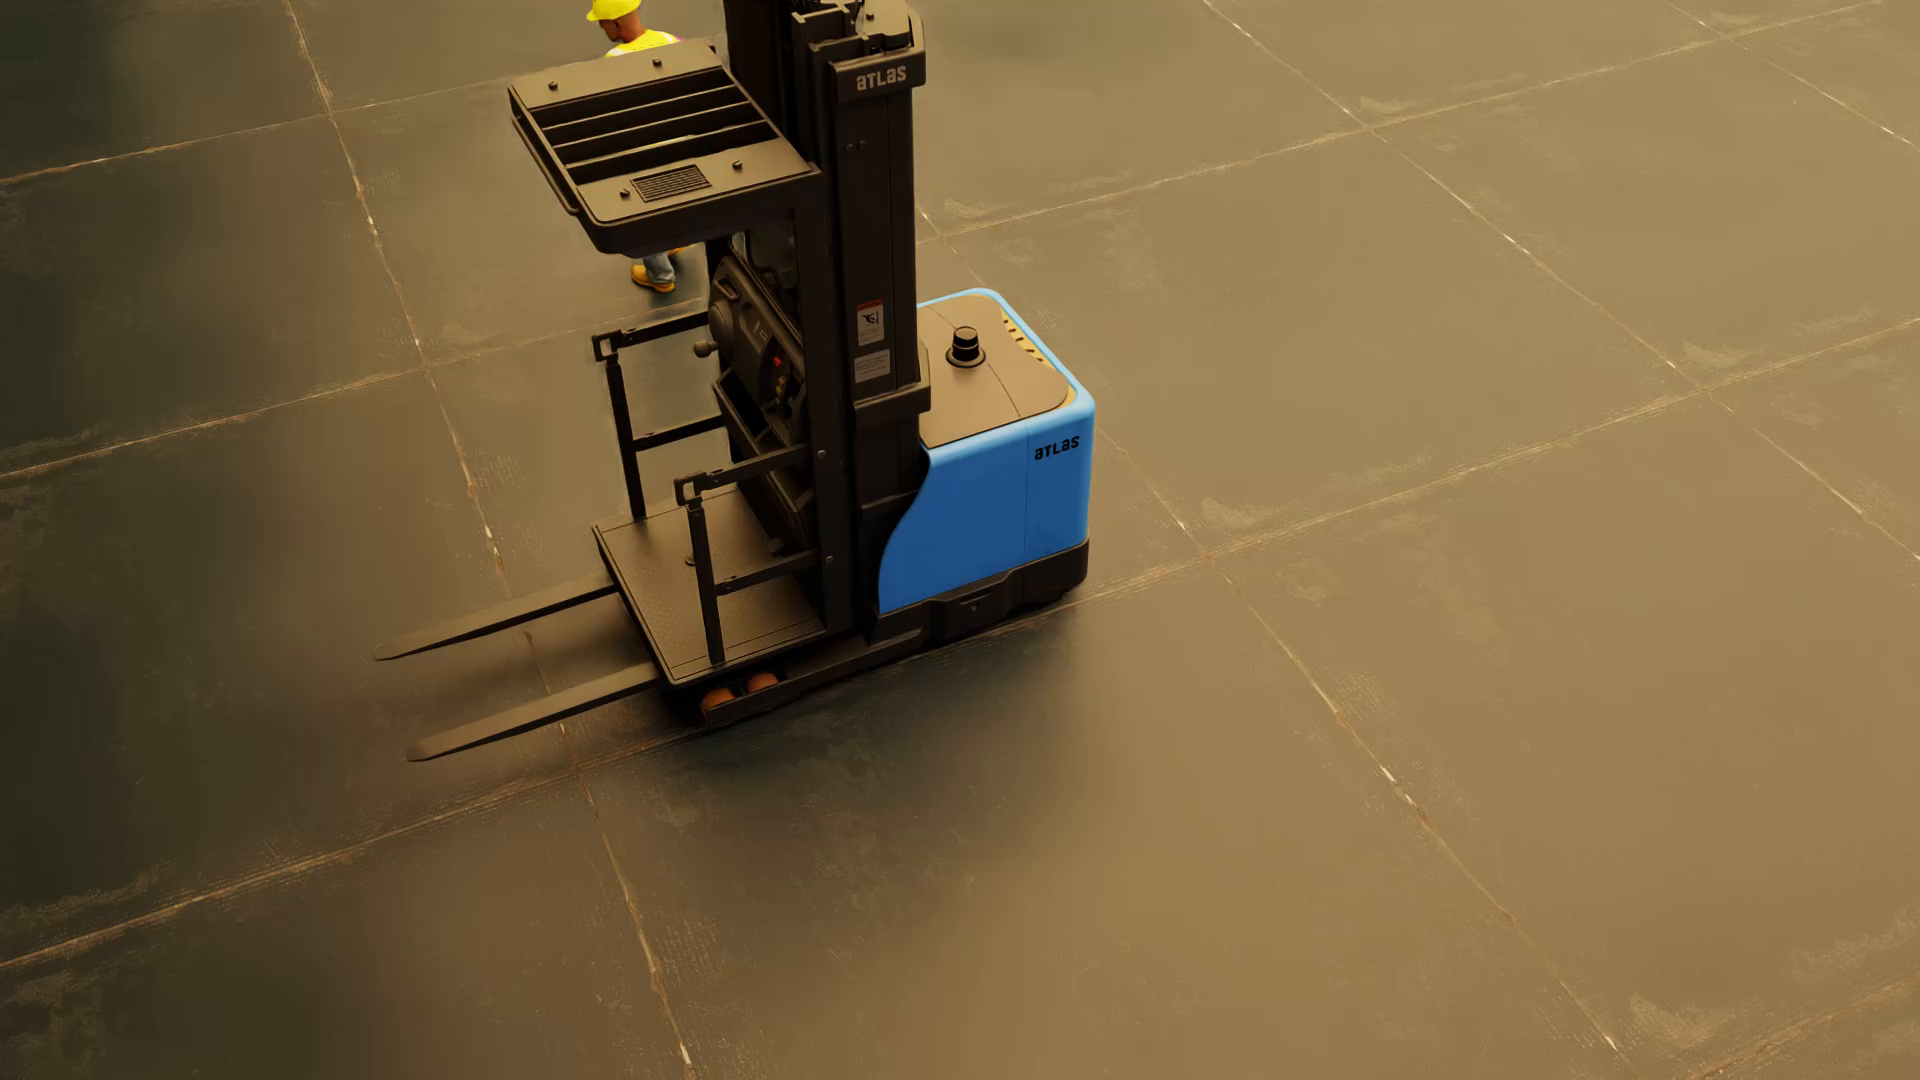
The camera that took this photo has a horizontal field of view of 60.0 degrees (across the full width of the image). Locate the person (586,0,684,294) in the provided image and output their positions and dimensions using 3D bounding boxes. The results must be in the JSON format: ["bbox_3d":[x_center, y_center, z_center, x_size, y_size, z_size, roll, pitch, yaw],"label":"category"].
[{"bbox_3d":[-1.729,-2.119,8.853,0.497,1.785,0.966,31,51,29],"label":"person"}]

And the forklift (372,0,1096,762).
[{"bbox_3d":[-0.974,-0.700,6.431,3.031,2.935,1.130,-19,46,-19],"label":"forklift"}]
